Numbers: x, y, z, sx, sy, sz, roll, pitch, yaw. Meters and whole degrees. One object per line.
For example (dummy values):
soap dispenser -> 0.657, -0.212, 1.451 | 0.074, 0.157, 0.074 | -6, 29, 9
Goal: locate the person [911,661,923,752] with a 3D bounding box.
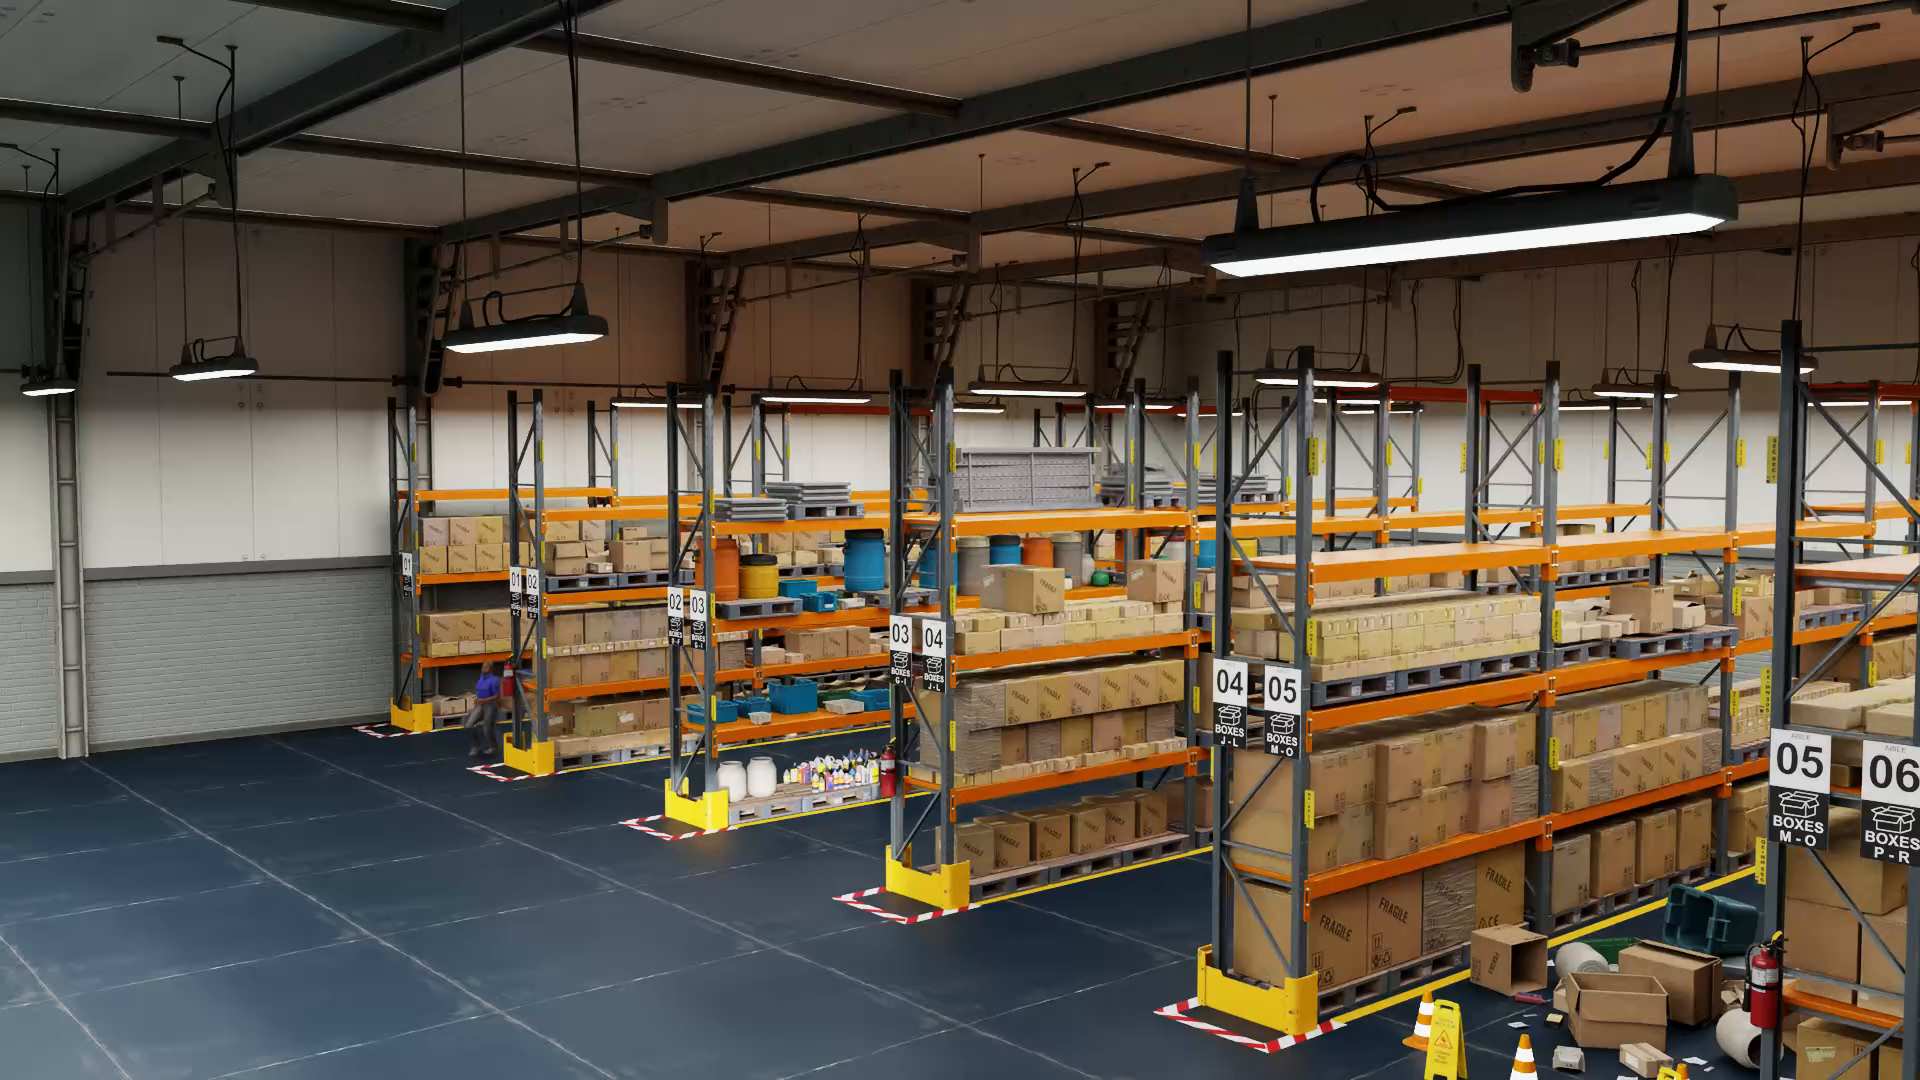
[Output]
person -> -0.692, 2.687, 28.032 | 0.638, 1.786, 0.767 | 3, 5, 45

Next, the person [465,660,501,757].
person -> -7.777, 2.771, 27.282 | 0.611, 1.624, 0.659 | 2, 4, 28
